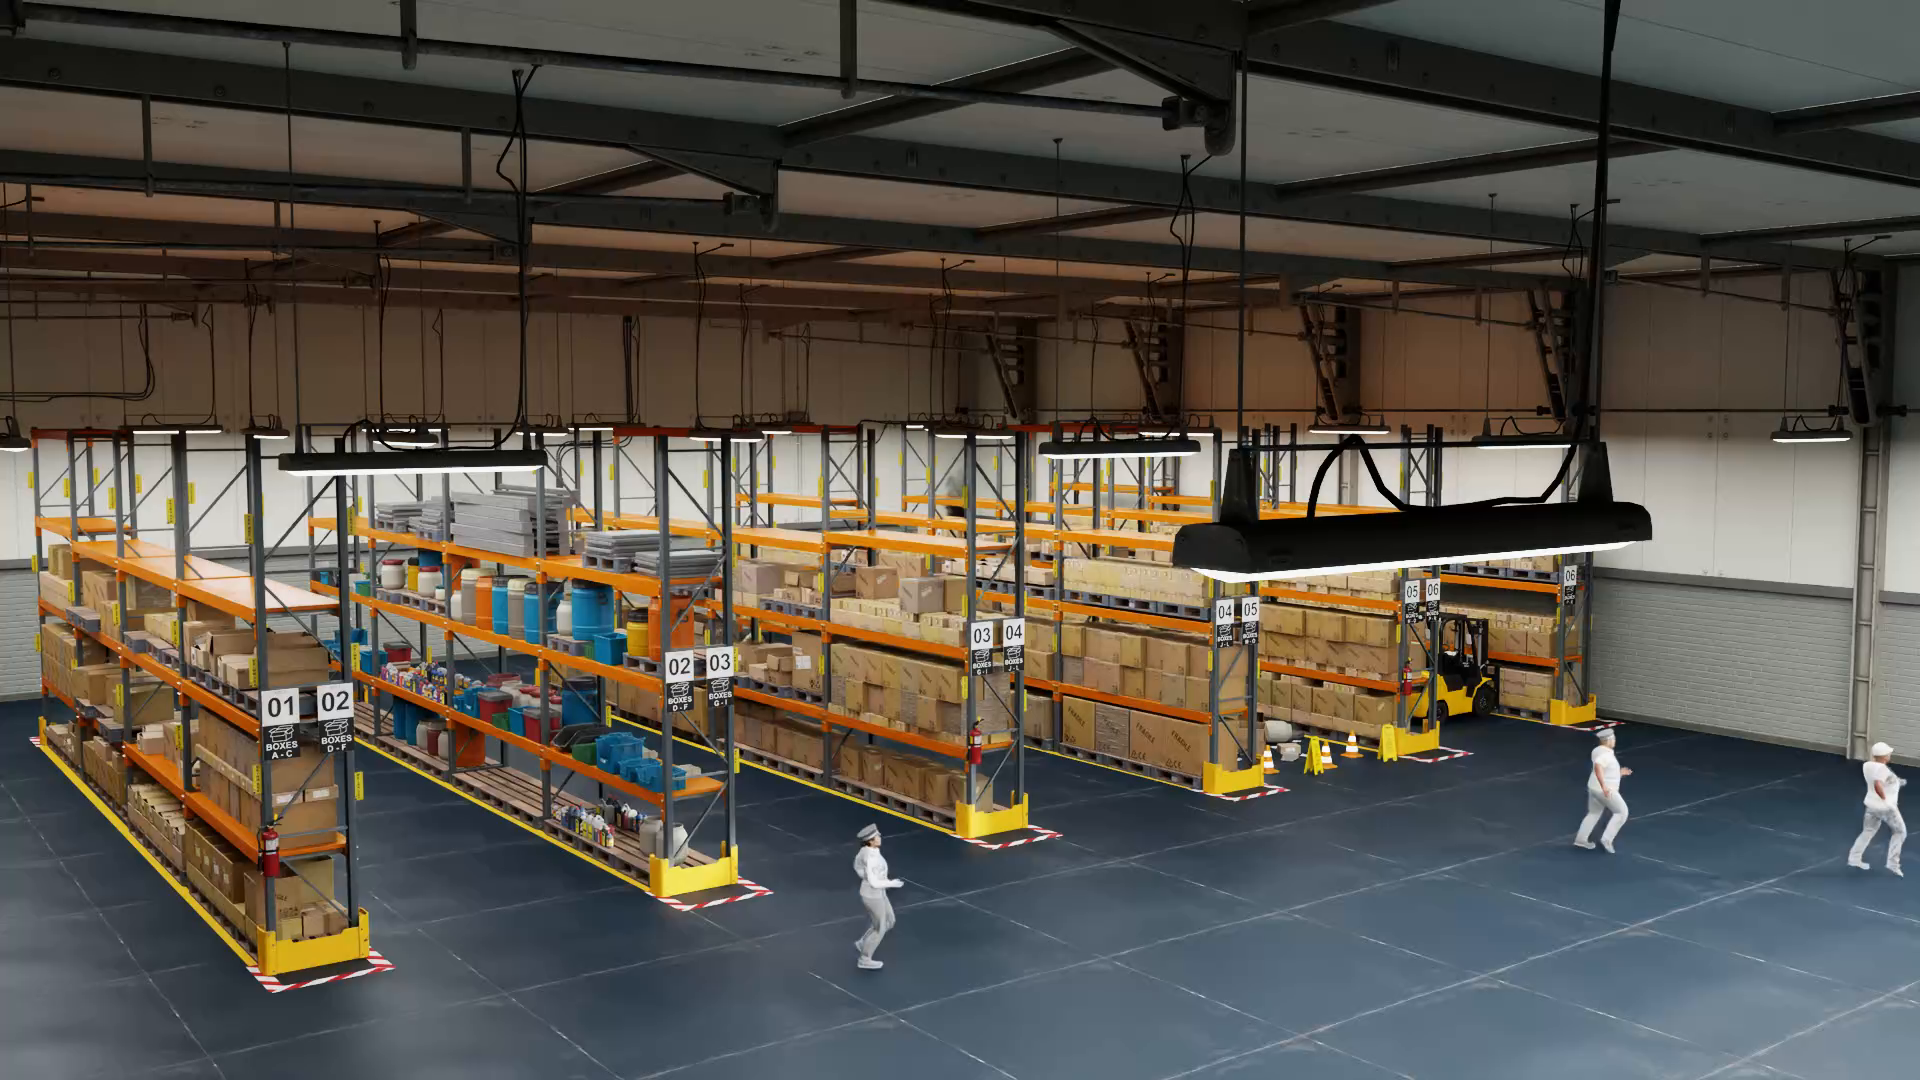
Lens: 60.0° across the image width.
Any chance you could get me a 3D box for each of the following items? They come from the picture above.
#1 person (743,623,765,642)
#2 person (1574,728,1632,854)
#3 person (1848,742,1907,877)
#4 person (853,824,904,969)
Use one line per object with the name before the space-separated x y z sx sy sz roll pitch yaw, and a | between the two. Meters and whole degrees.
person | -4.543 2.624 36.894 0.565 1.623 0.535 -3 5 -35
person | 9.219 3.594 23.760 0.826 1.815 0.627 0 5 -6
person | 12.509 3.667 22.587 0.781 1.846 0.660 -1 5 -7
person | -0.915 4.017 18.816 0.539 1.654 0.604 -1 5 -9
